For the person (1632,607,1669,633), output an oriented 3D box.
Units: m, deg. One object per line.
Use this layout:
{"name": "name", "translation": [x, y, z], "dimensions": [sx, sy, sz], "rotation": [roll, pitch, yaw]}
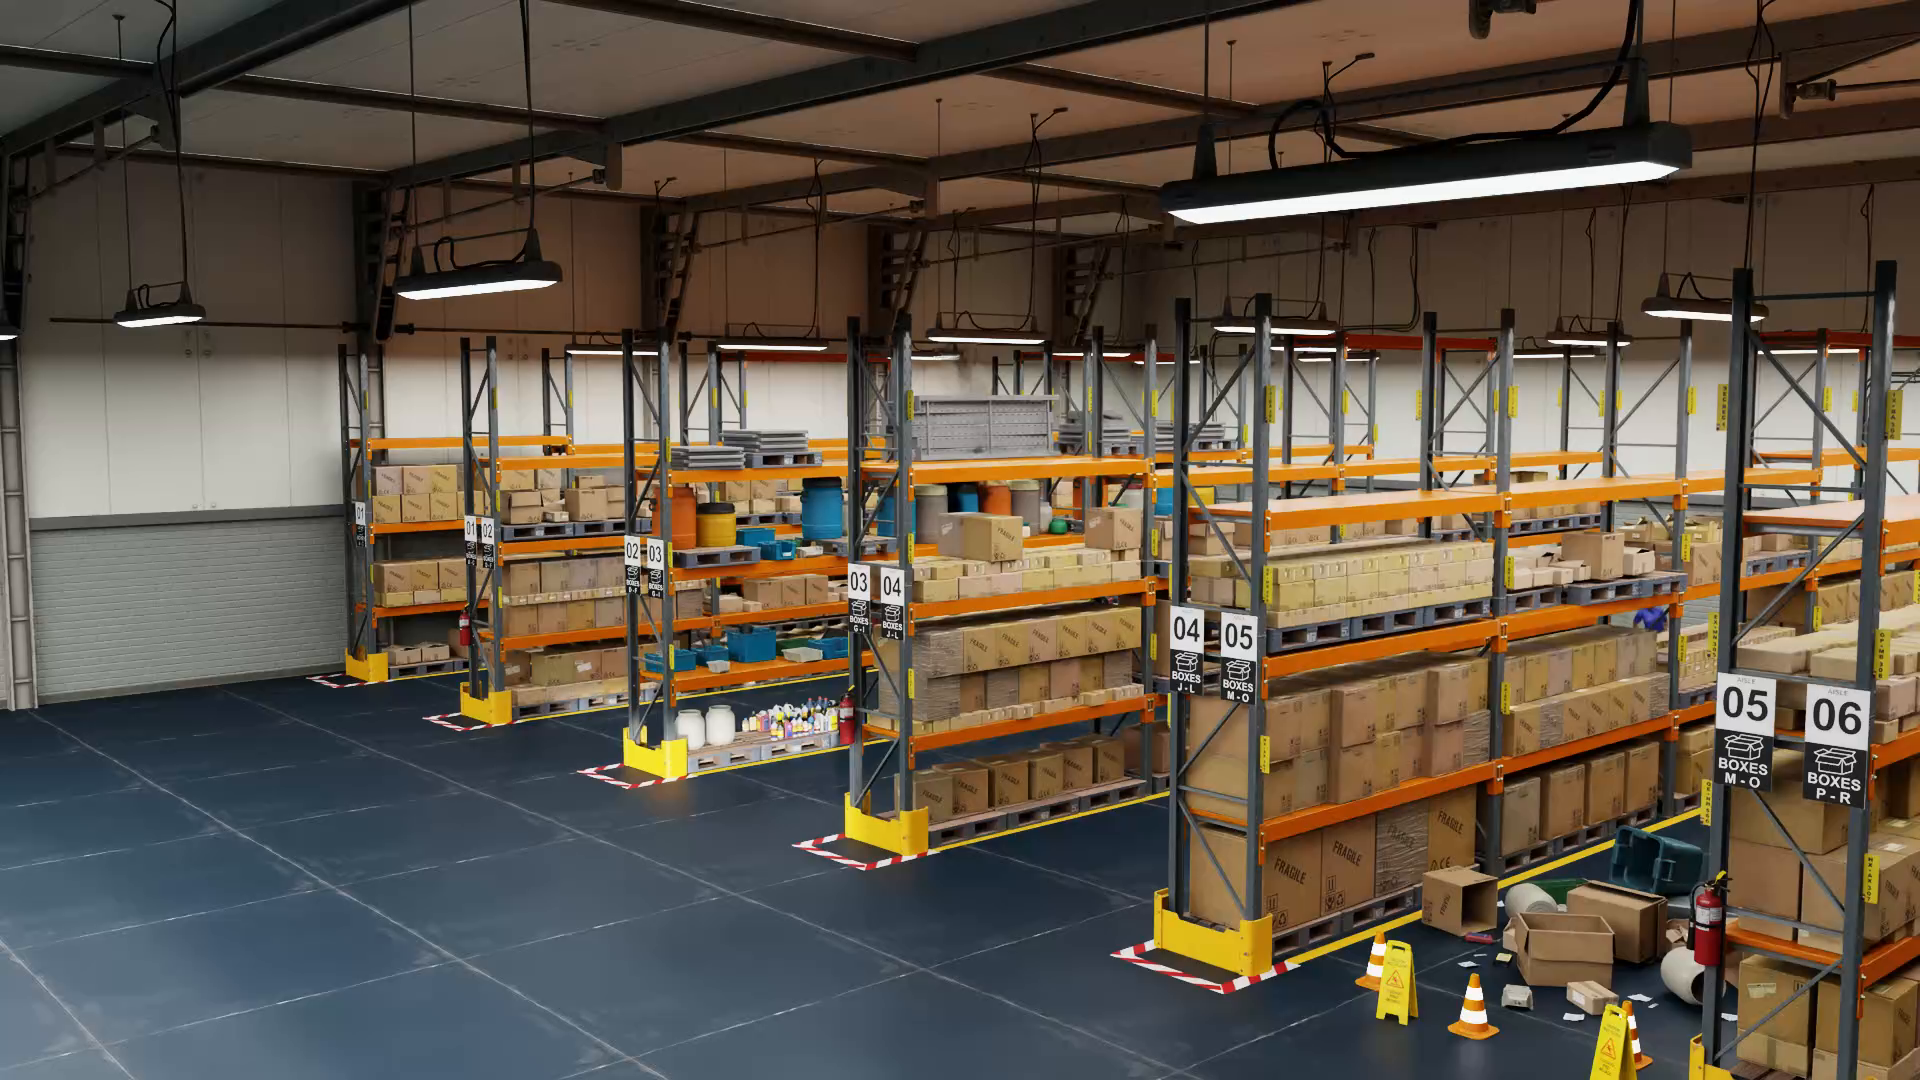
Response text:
{"name": "person", "translation": [12.177, 1.761, 29.266], "dimensions": [0.627, 1.605, 0.869], "rotation": [0, 5, -1]}
